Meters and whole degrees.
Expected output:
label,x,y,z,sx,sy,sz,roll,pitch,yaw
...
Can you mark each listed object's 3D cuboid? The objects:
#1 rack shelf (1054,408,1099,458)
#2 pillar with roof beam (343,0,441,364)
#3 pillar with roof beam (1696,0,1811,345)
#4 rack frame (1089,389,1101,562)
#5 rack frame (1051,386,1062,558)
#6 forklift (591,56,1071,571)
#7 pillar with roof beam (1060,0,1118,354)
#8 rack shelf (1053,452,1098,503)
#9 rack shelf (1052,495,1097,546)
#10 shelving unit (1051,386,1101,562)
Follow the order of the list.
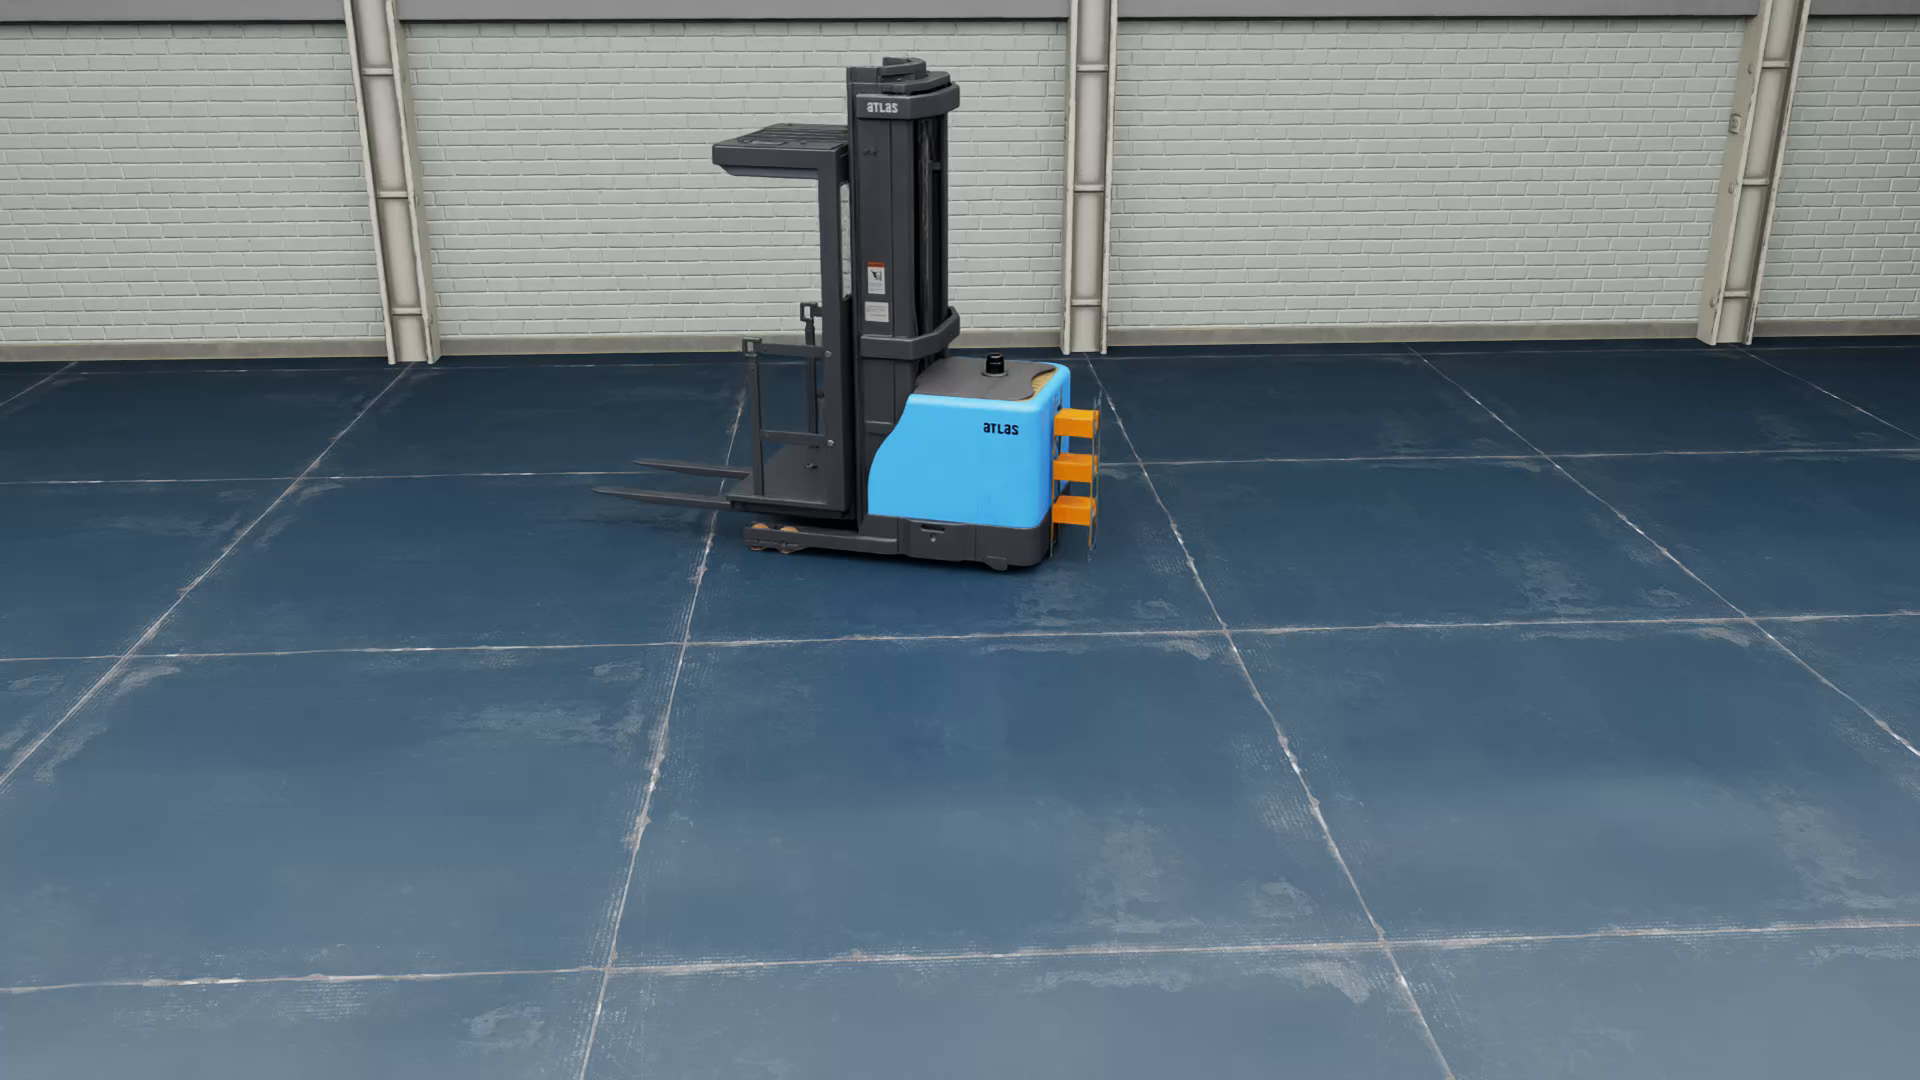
label,x,y,z,sx,sy,sz,roll,pitch,yaw
rack shelf,0.710,-0.657,10.103,0.240,0.259,0.215,6,22,14
pillar with roof beam,-4.622,-4.291,9.245,0.400,9.000,9.100,-1,21,-3
pillar with roof beam,7.359,-4.535,9.885,0.400,9.000,9.100,-1,21,-3
rack frame,0.828,-0.390,10.171,0.008,1.050,0.200,6,22,14
rack frame,0.592,-0.413,10.231,0.008,1.050,0.200,6,22,14
forklift,-0.862,-1.458,10.332,3.031,2.935,1.130,6,22,14
pillar with roof beam,1.369,-4.413,9.565,0.400,9.000,9.100,-1,21,-3
rack shelf,0.710,-0.392,10.204,0.240,0.259,0.215,6,22,14
rack shelf,0.710,-0.132,10.303,0.240,0.259,0.215,6,22,14
shelving unit,0.710,-0.402,10.201,0.252,1.050,0.215,6,22,14
